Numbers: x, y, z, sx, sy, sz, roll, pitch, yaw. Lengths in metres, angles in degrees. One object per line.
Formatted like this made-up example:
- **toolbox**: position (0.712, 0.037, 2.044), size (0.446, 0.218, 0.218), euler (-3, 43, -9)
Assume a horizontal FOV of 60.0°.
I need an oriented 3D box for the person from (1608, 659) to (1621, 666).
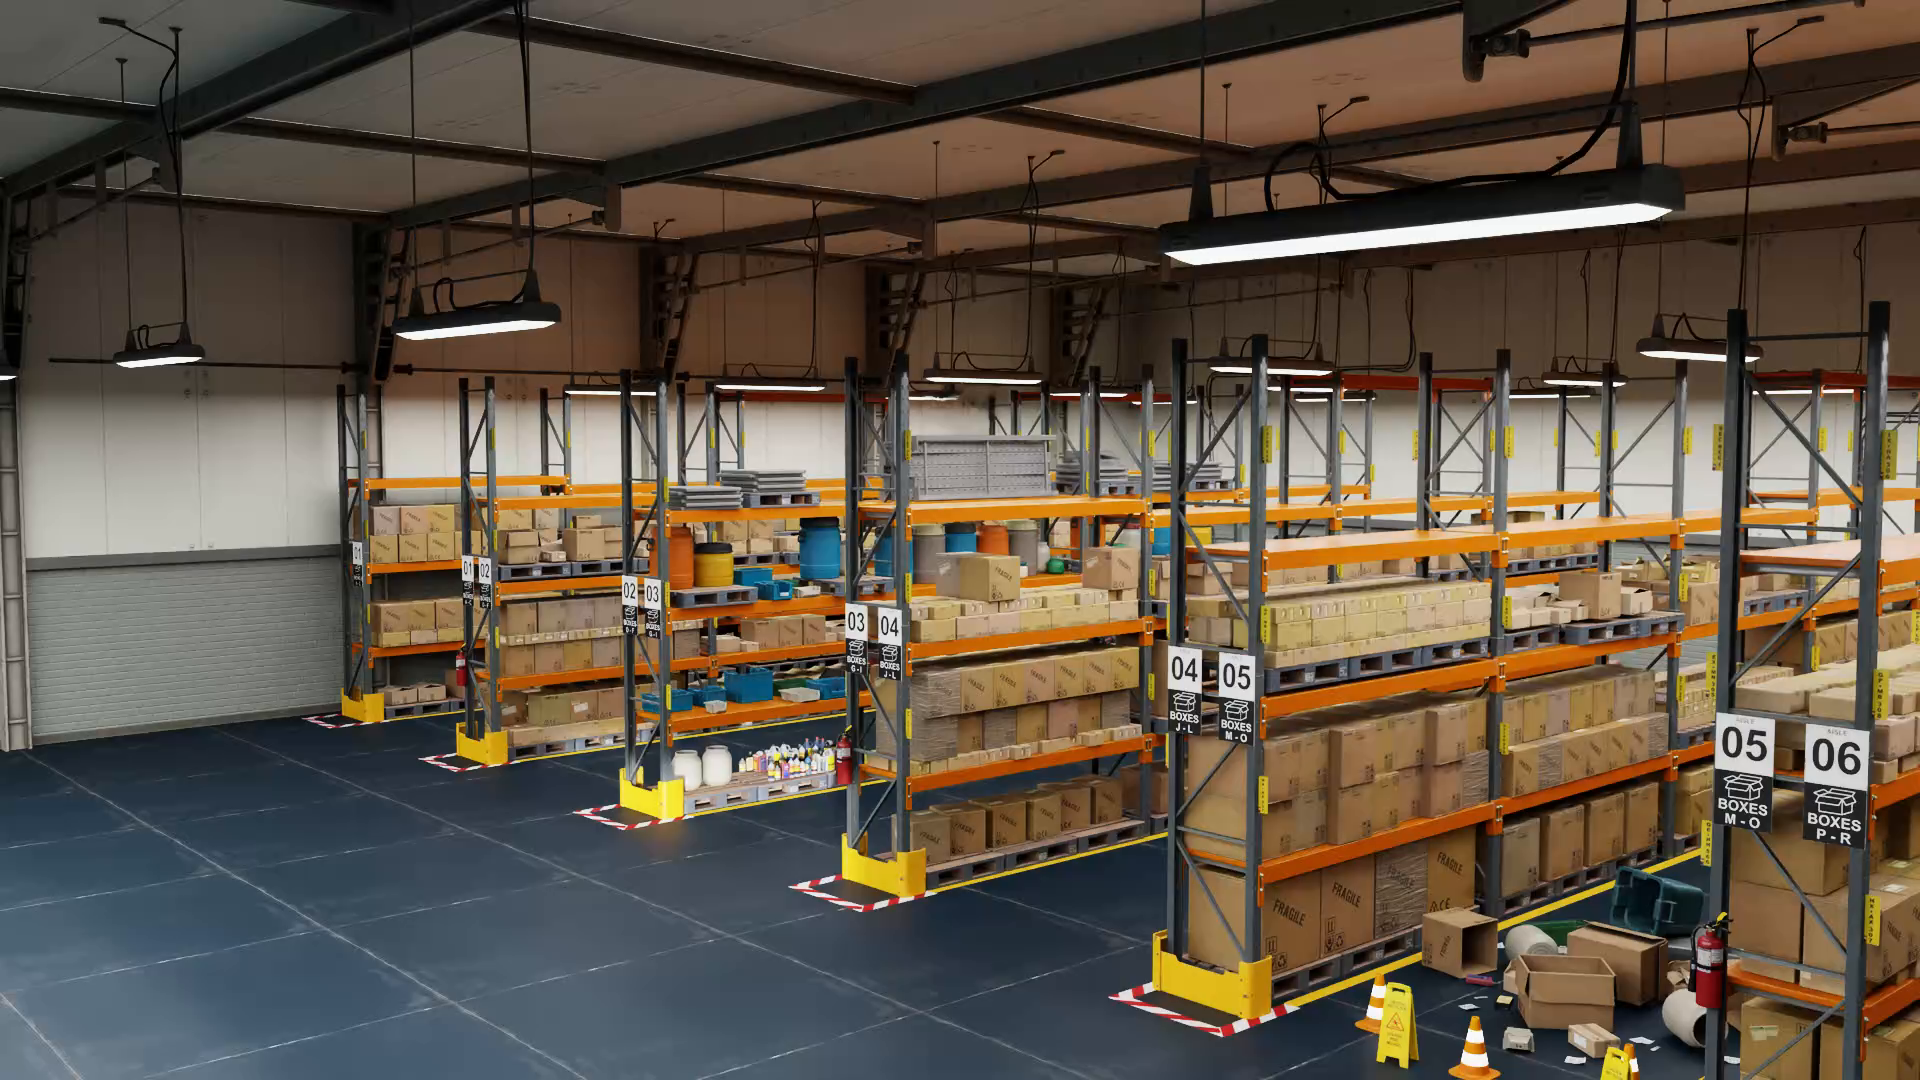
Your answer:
- **person**: position (9.858, 2.657, 25.047), size (0.676, 1.751, 0.854), euler (3, 5, 43)
